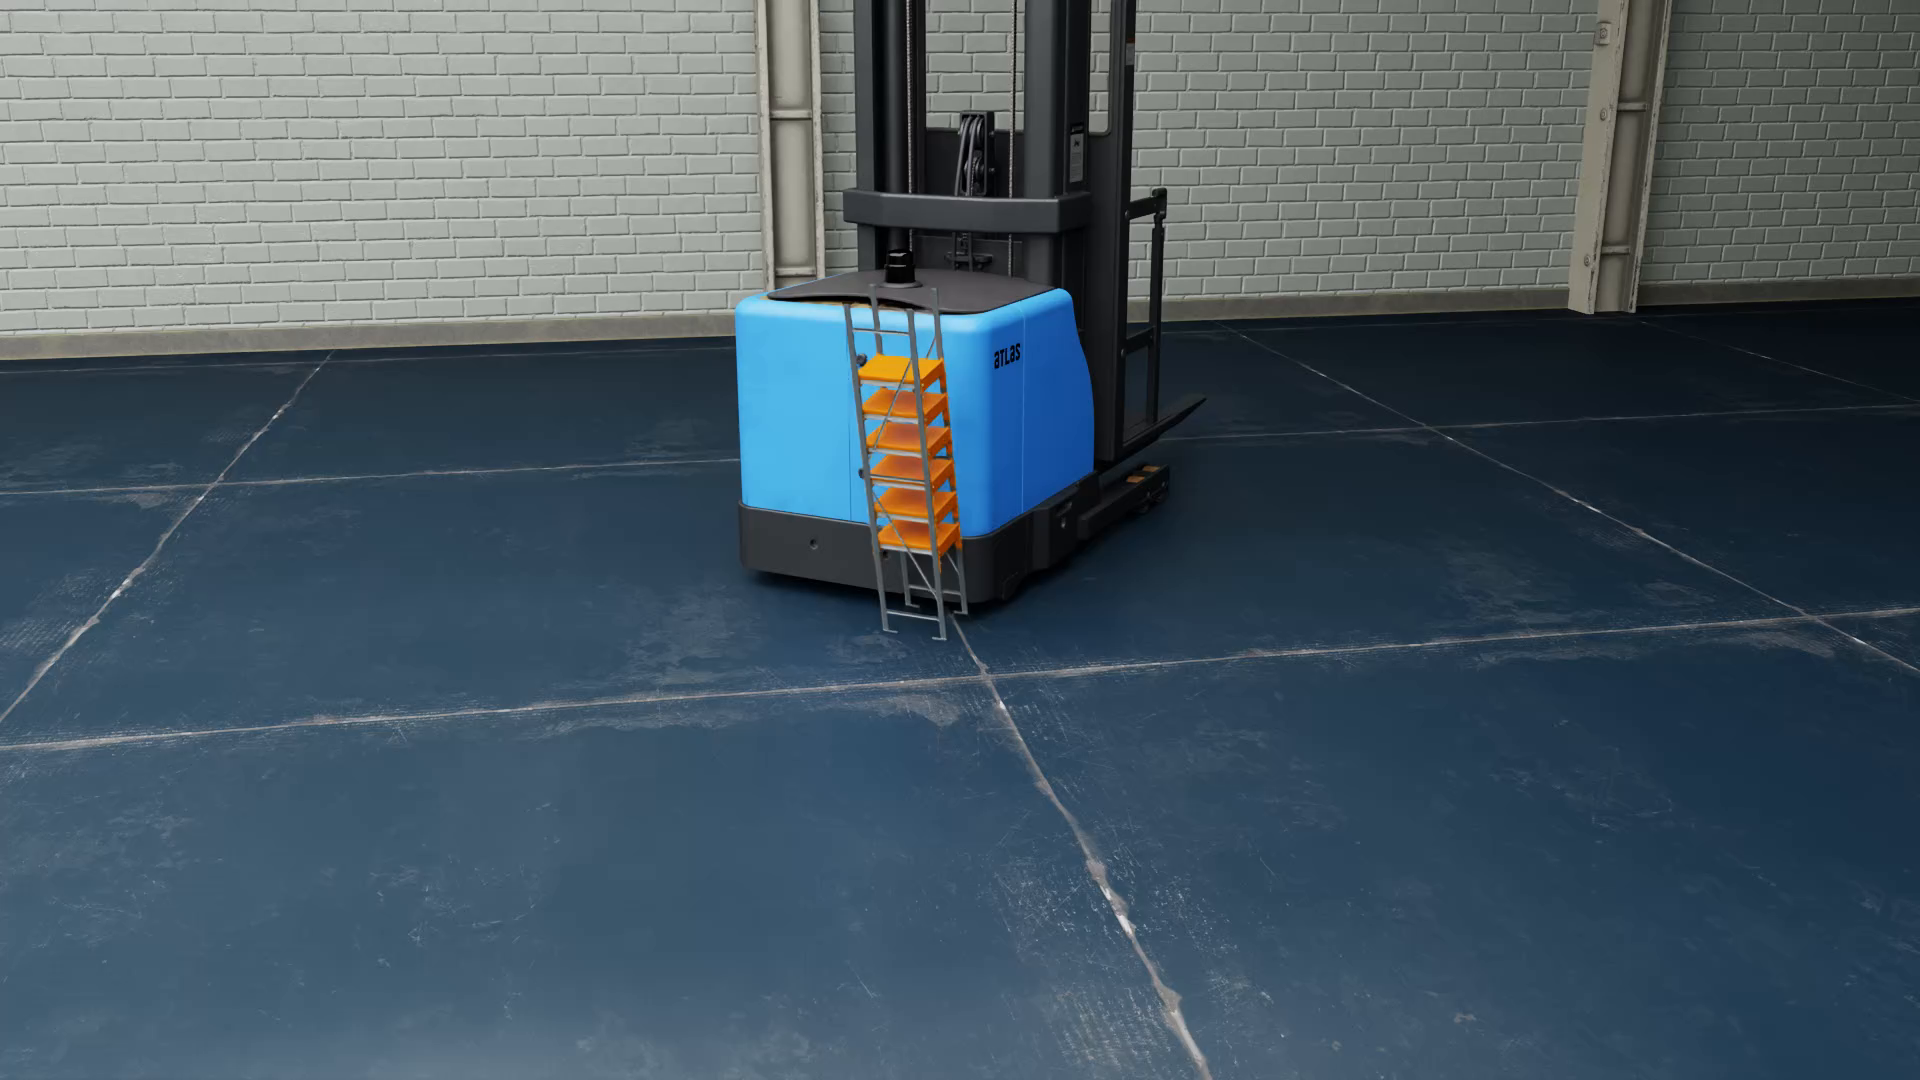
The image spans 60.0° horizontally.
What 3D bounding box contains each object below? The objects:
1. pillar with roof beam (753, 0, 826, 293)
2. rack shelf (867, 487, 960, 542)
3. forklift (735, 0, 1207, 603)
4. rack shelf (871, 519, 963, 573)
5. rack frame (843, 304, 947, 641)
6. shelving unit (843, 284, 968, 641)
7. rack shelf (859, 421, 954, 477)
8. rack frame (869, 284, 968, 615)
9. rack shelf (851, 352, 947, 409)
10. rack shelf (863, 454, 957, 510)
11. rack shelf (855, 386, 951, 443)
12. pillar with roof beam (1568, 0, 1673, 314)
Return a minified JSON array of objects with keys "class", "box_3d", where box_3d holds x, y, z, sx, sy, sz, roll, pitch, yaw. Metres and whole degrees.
[{"class":"pillar with roof beam","box_3d":[-0.299,-4.441,5.945,0.400,9.000,9.100,-3,17,-10]},{"class":"rack shelf","box_3d":[-0.155,-0.095,5.600,0.258,0.103,0.180,7,30,23]},{"class":"forklift","box_3d":[0.277,-1.565,6.915,1.130,2.935,3.031,8,19,25]},{"class":"rack shelf","box_3d":[-0.145,0.011,5.656,0.258,0.103,0.180,7,30,23]},{"class":"rack frame","box_3d":[-0.205,-0.198,5.450,0.240,1.200,0.006,7,30,23]},{"class":"shelving unit","box_3d":[-0.169,-0.240,5.523,0.258,1.200,0.189,7,30,23]},{"class":"rack shelf","box_3d":[-0.175,-0.306,5.488,0.258,0.103,0.180,7,30,23]},{"class":"rack frame","box_3d":[-0.132,-0.282,5.596,0.240,1.200,0.006,7,30,23]},{"class":"rack shelf","box_3d":[-0.195,-0.518,5.376,0.258,0.103,0.180,7,30,23]},{"class":"rack shelf","box_3d":[-0.165,-0.201,5.544,0.258,0.103,0.180,7,30,23]},{"class":"rack shelf","box_3d":[-0.185,-0.412,5.432,0.258,0.103,0.180,7,30,23]},{"class":"pillar with roof beam","box_3d":[5.592,-4.775,7.033,0.400,9.000,9.100,-3,17,-10]}]
